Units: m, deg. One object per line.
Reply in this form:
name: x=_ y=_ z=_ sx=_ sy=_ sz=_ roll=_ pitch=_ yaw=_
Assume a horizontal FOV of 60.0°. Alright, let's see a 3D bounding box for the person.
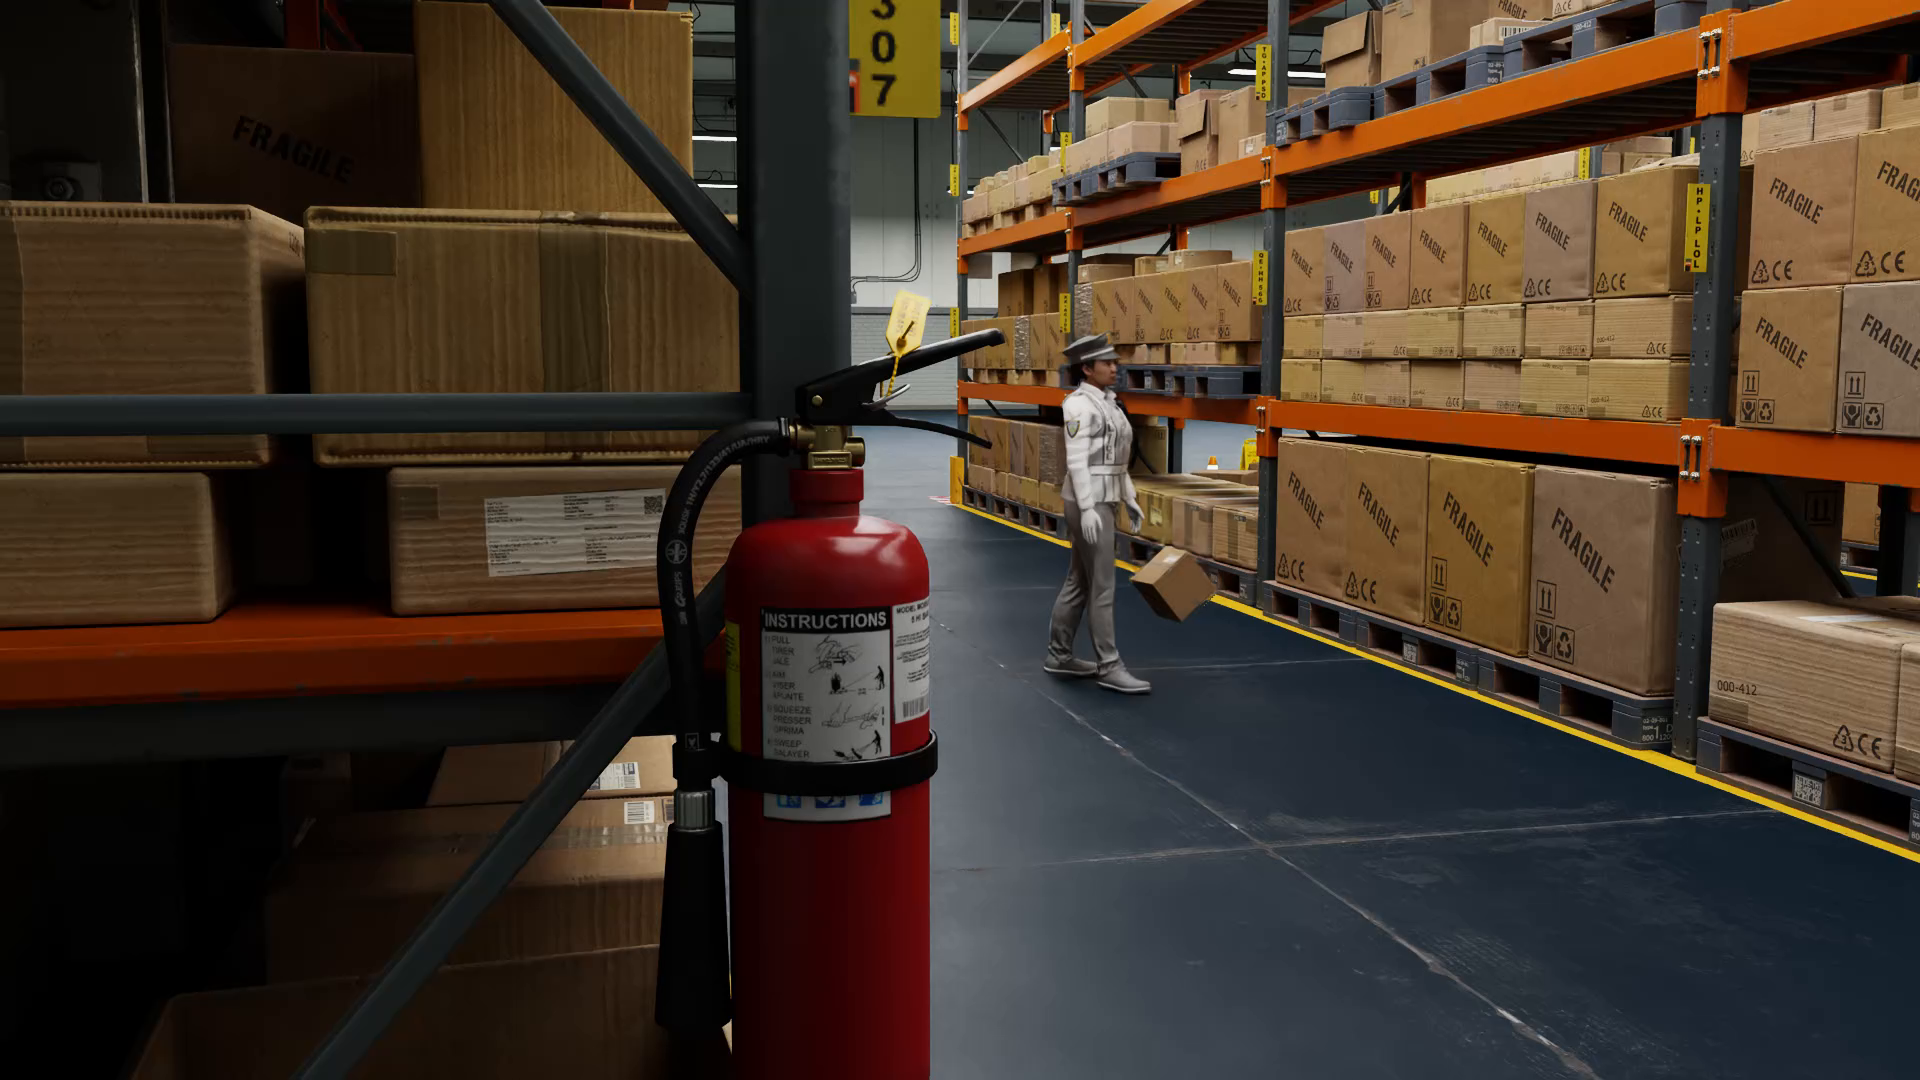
person: x=0.664 y=-0.144 z=7.876 sx=0.595 sy=1.681 sz=0.584 roll=2 pitch=7 yaw=21
